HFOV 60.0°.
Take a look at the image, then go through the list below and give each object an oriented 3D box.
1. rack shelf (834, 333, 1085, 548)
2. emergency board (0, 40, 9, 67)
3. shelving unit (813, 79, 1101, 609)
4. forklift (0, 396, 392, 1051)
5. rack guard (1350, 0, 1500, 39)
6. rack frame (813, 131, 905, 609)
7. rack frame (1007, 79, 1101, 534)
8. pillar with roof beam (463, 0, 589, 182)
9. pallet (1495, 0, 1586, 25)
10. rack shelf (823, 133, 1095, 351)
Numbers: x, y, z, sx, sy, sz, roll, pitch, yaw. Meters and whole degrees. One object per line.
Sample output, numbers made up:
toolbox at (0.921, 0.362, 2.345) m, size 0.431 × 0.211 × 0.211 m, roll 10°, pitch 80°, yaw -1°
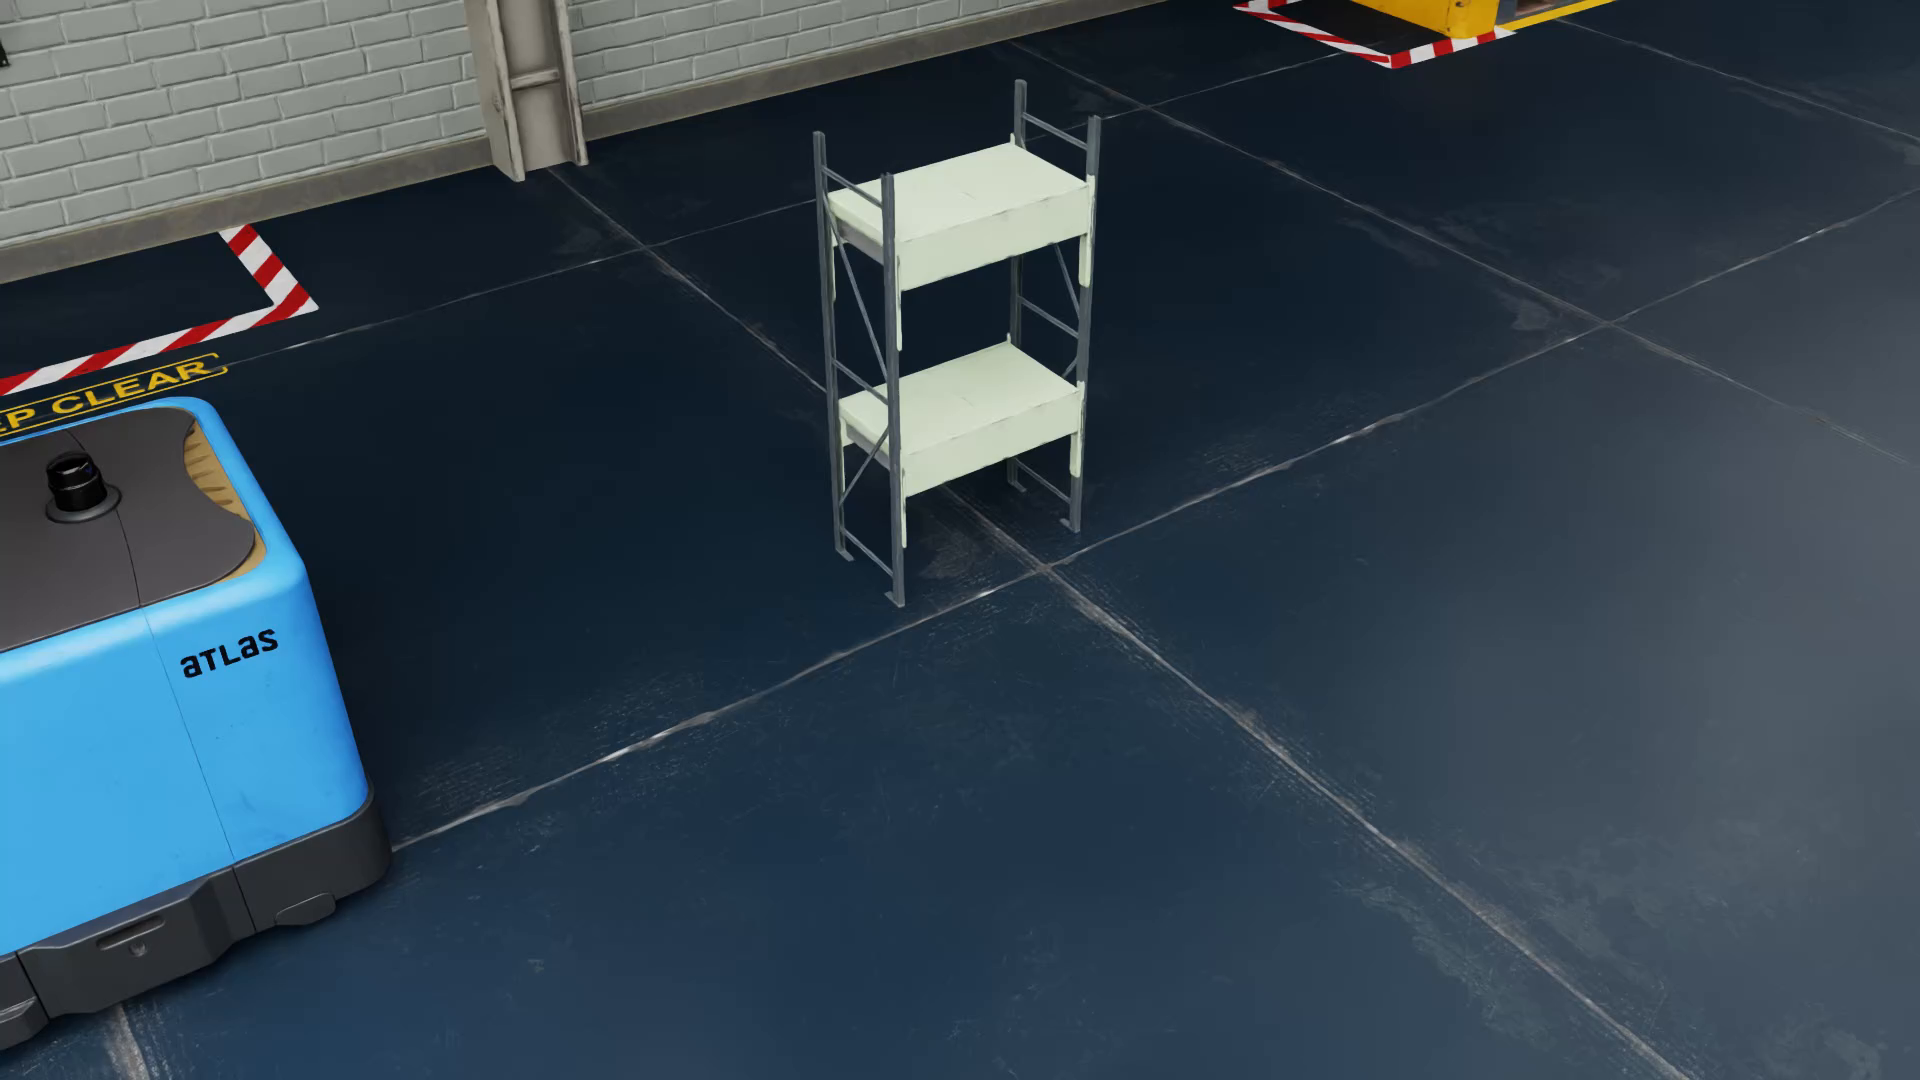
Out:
rack shelf at (-0.005, -0.342, 5.499) m, size 0.720 × 0.370 × 0.431 m, roll -22°, pitch 41°, yaw -28°
emergency board at (-4.162, -2.309, 6.392) m, size 0.643 × 1.169 × 0.194 m, roll -22°, pitch 41°, yaw -28°
shelving unit at (-0.005, -0.607, 5.309) m, size 0.755 × 1.500 × 0.431 m, roll -22°, pitch 41°, yaw -28°
forklift at (-3.026, -0.019, 3.266) m, size 3.031 × 2.935 × 1.130 m, roll -21°, pitch 41°, yaw -27°
rack guard at (2.772, -3.503, 10.192) m, size 0.348 × 0.500 × 1.175 m, roll -22°, pitch 41°, yaw -28°
rack frame at (-0.305, -0.484, 5.138) m, size 0.023 × 1.500 × 0.400 m, roll -22°, pitch 41°, yaw -28°
rack frame at (0.294, -0.730, 5.480) m, size 0.023 × 1.500 × 0.400 m, roll -22°, pitch 41°, yaw -28°
pillar with roof beam at (0.360, -3.503, 2.914) m, size 0.400 × 9.000 × 9.100 m, roll -22°, pitch 41°, yaw -28°
pallet at (3.457, -3.642, 10.633) m, size 1.213 × 0.211 × 1.003 m, roll -22°, pitch 41°, yaw -28°
rack shelf at (-0.005, -0.923, 5.081) m, size 0.720 × 0.370 × 0.431 m, roll -22°, pitch 41°, yaw -28°
